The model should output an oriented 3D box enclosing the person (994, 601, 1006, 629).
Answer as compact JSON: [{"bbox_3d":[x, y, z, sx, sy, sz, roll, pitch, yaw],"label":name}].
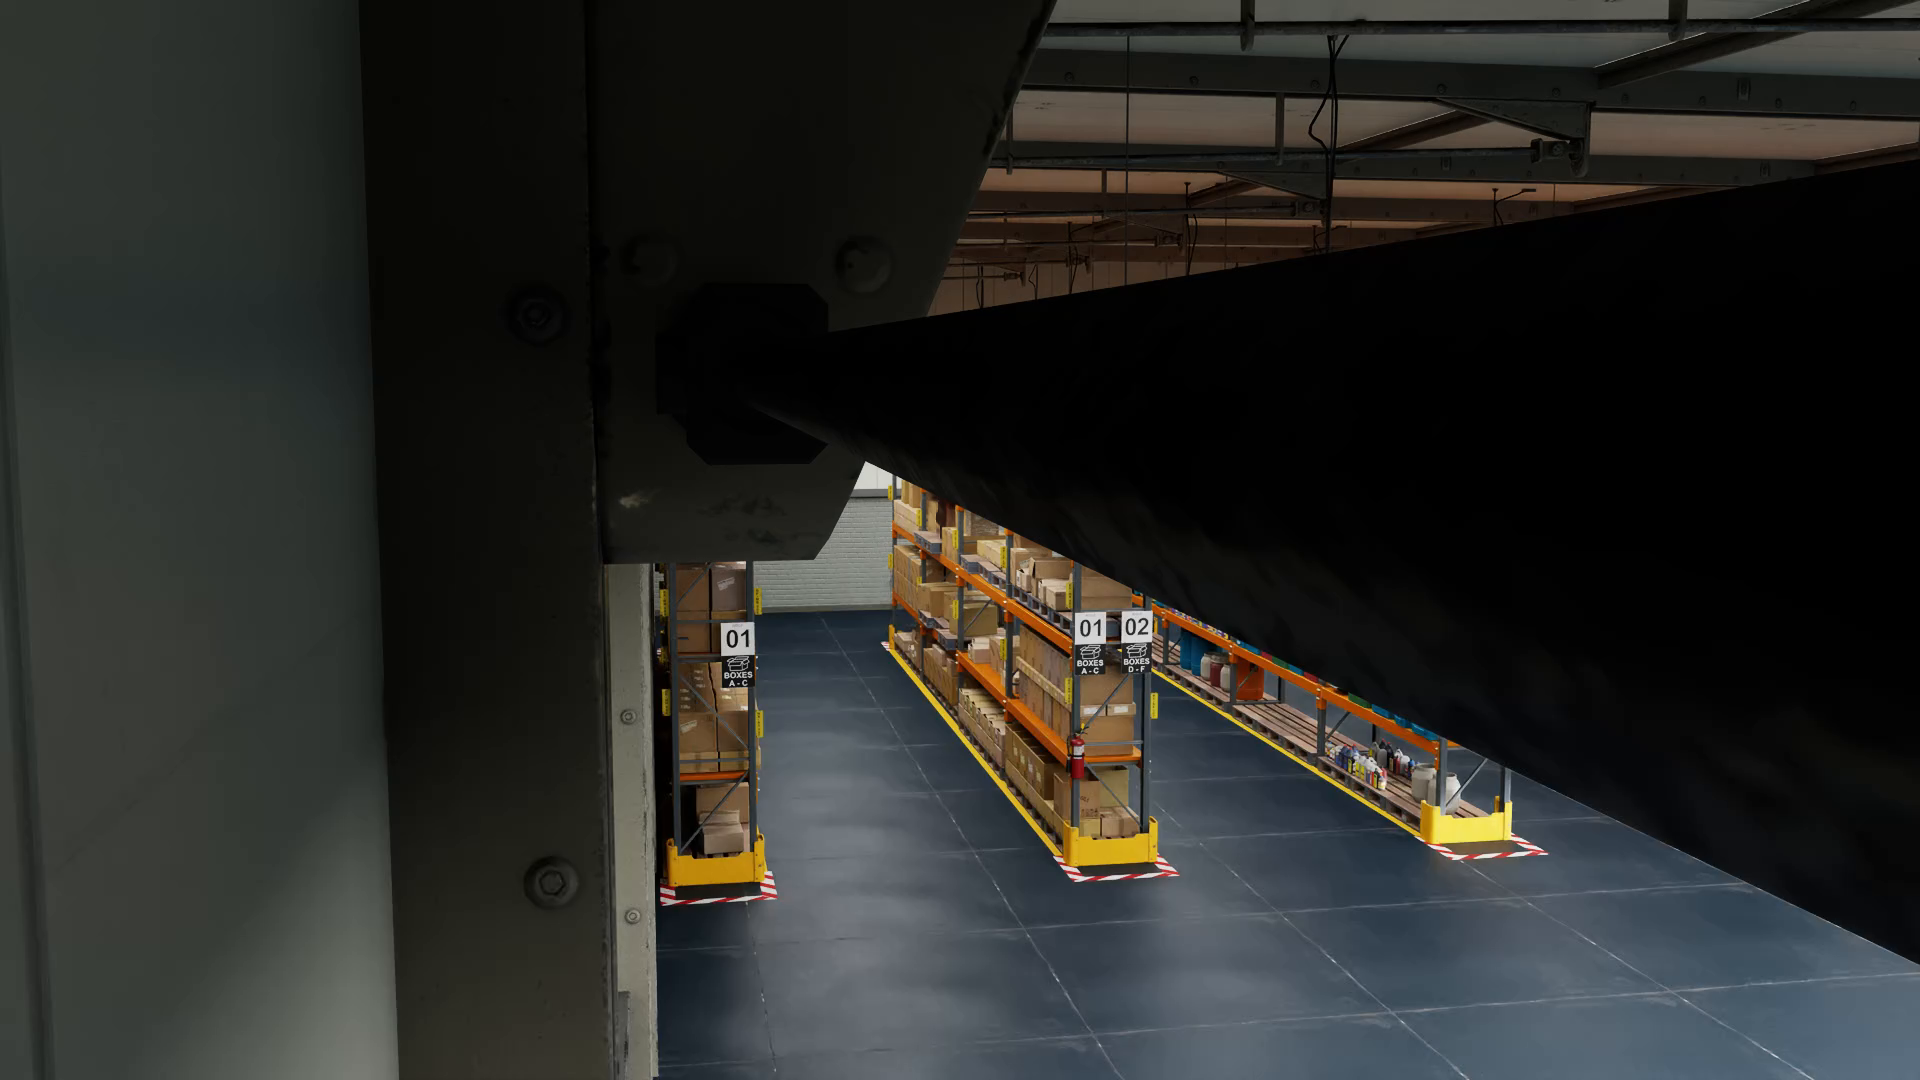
[{"bbox_3d":[0.864,1.576,36.146,0.737,1.788,0.979,-3,7,-24],"label":"person"}]
